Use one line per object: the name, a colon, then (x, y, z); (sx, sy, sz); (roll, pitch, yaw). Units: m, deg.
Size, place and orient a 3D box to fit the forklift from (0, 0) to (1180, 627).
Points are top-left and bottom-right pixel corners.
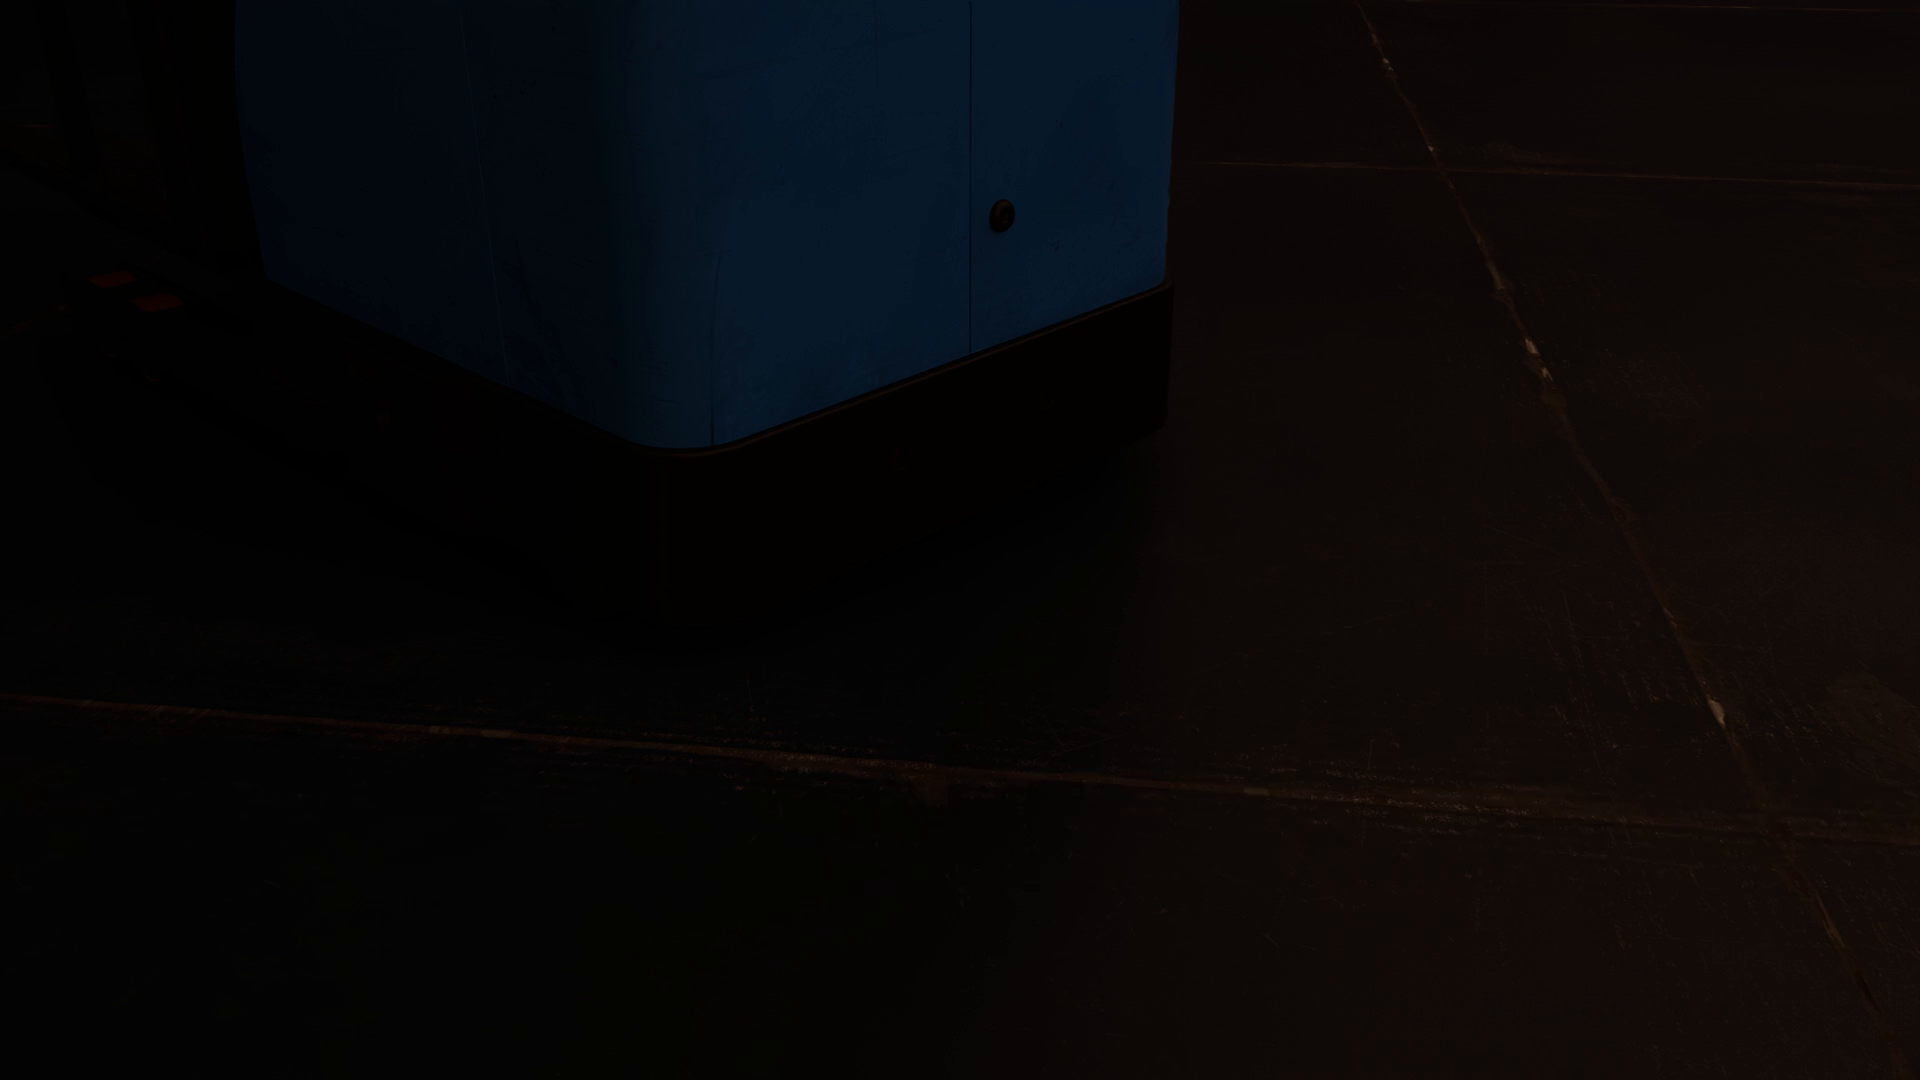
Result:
forklift: (-1.074, -1.751, 2.727); (3.031, 2.935, 1.130); (23, 35, 38)
